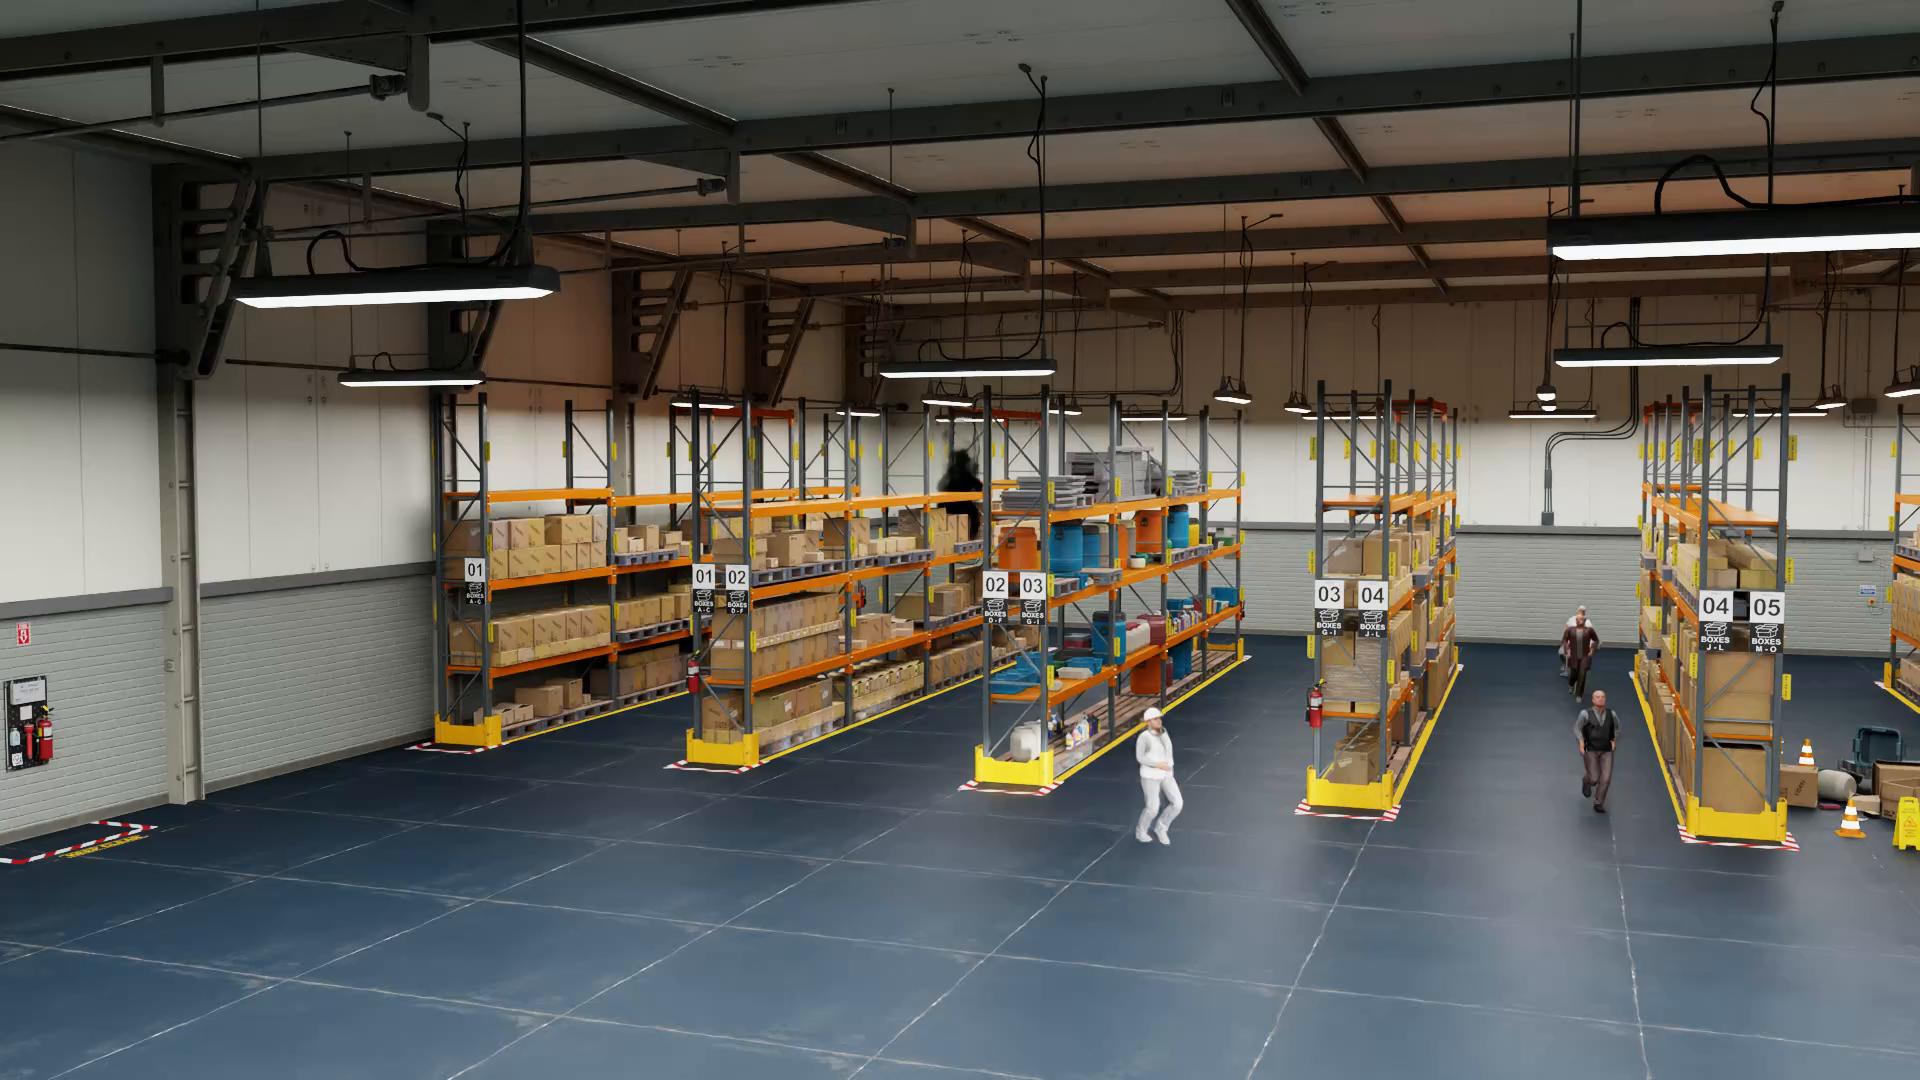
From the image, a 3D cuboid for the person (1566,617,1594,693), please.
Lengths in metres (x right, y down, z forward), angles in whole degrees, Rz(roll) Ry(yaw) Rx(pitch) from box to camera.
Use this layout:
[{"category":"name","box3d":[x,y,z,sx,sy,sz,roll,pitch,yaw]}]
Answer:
[{"category":"person","box3d":[12.914,2.376,34.664,0.611,1.619,0.671,1,3,12]}]

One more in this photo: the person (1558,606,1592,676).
[{"category":"person","box3d":[13.630,2.245,36.951,0.516,1.580,0.706,-2,4,-38]}]

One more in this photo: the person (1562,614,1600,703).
[{"category":"person","box3d":[12.464,2.361,33.407,0.712,1.759,0.744,1,3,22]}]

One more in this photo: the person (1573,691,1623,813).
[{"category":"person","box3d":[8.900,2.933,23.200,0.664,1.675,0.613,0,3,8]}]

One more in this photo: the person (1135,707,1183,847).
[{"category":"person","box3d":[2.509,3.007,21.115,0.664,1.767,0.670,-2,4,-35]}]
